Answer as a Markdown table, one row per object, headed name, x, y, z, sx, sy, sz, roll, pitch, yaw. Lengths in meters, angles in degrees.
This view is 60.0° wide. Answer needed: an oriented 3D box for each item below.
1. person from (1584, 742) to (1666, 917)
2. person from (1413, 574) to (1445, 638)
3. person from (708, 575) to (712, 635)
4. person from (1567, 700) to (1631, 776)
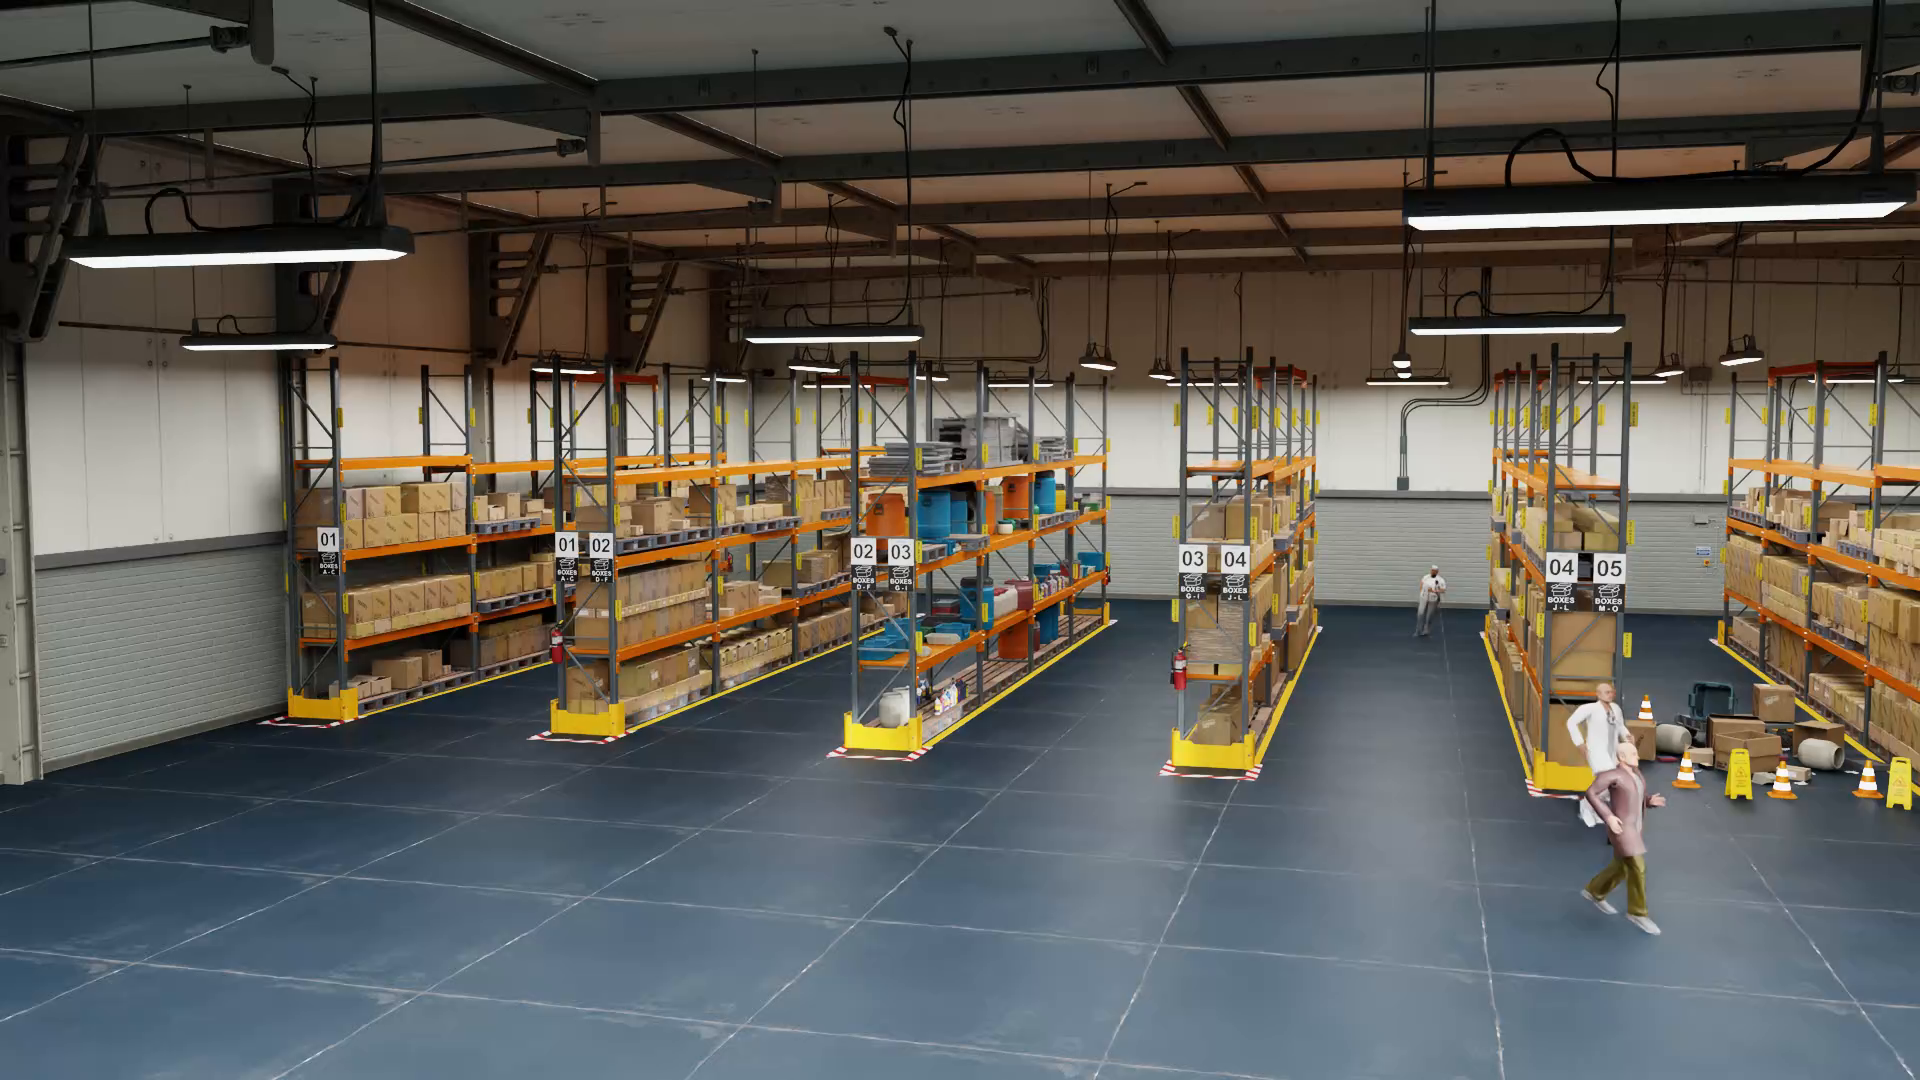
| name | x | y | z | sx | sy | sz | roll | pitch | yaw |
| --- | --- | --- | --- | --- | --- | --- | --- | --- | --- |
| person | 6.552 | 2.829 | 16.436 | 0.694 | 1.677 | 0.792 | -4 | 6 | -44 |
| person | 10.764 | 1.518 | 38.045 | 0.679 | 1.507 | 0.667 | 2 | 5 | 26 |
| person | -5.206 | 1.527 | 35.383 | 0.600 | 1.602 | 0.816 | 0 | 4 | 5 |
| person | 7.871 | 2.423 | 20.353 | 0.709 | 0.943 | 0.559 | -2 | 5 | -26 |
